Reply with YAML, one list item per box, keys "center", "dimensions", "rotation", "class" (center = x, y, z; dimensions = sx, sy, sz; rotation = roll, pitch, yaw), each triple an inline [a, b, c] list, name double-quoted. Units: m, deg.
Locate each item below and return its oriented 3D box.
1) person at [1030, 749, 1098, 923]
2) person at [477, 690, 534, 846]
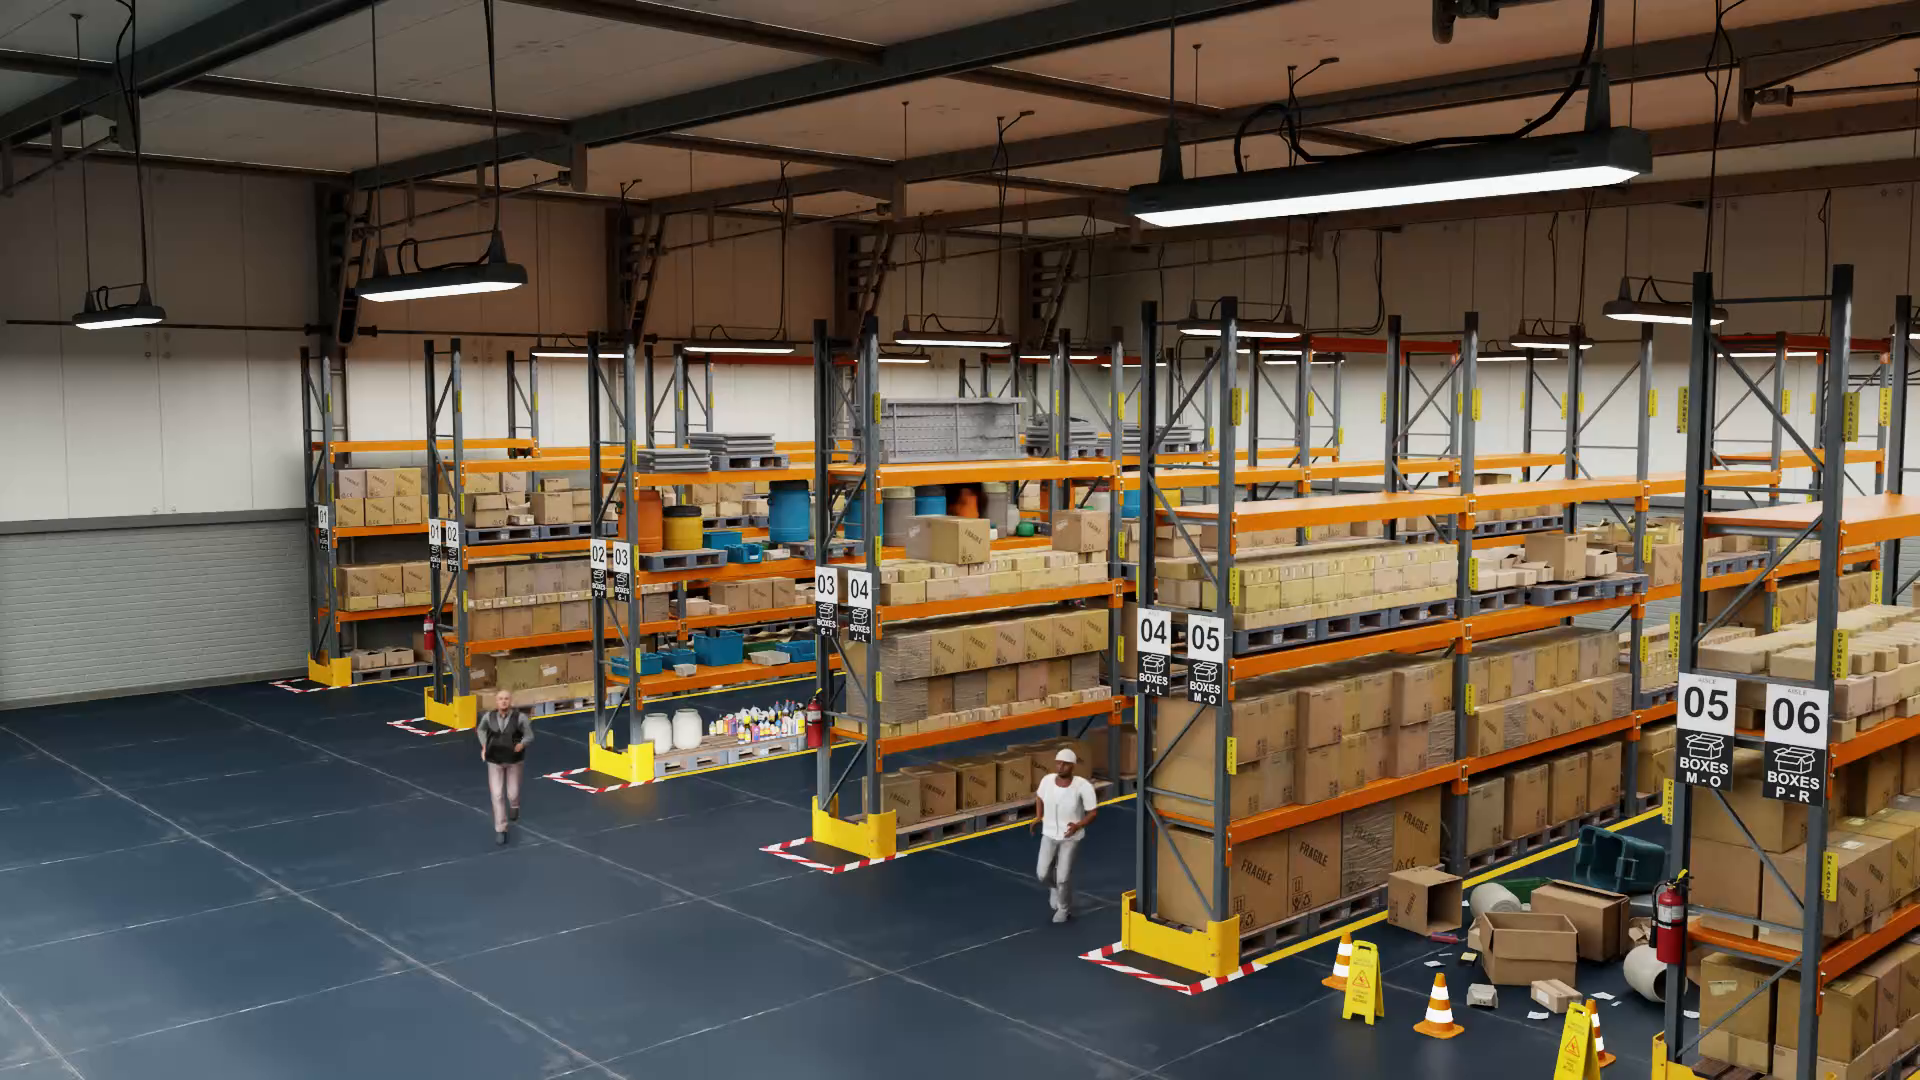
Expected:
- center: [0.989, 2.888, 16.223]
  dimensions: [0.688, 1.723, 0.559]
  rotation: [2, 6, 25]
  class: "person"
- center: [-5.300, 2.607, 19.395]
  dimensions: [0.663, 1.726, 0.940]
  rotation: [-1, 5, -11]
  class: "person"
